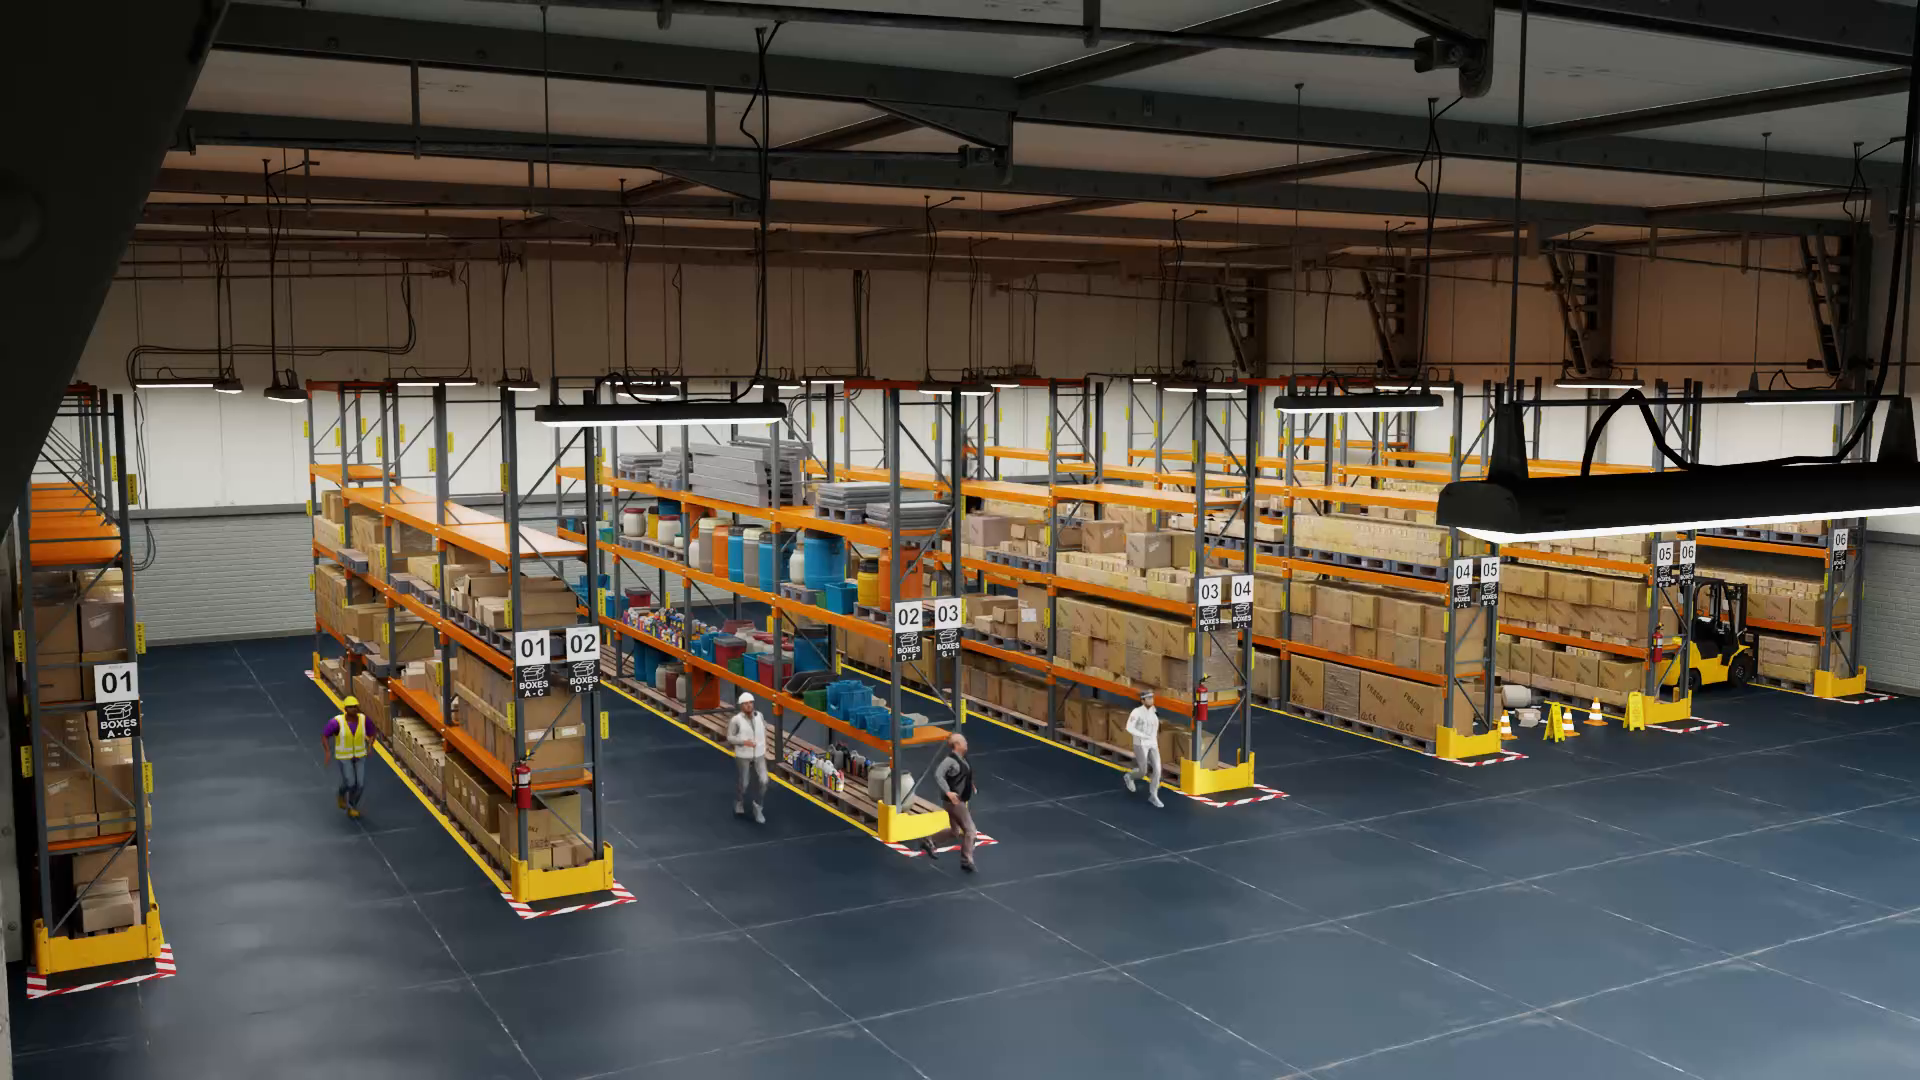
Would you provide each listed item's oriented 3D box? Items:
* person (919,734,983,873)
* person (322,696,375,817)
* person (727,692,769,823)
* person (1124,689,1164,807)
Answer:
[{"bbox_3d":[-0.094,3.293,20.893,0.861,1.730,0.687,2,6,14],"label":"person"},{"bbox_3d":[-8.471,3.020,23.154,0.694,1.713,0.620,-4,8,-36],"label":"person"},{"bbox_3d":[-2.932,3.012,23.089,0.658,1.822,0.734,-3,7,-27],"label":"person"},{"bbox_3d":[2.660,2.964,24.017,0.655,1.698,0.794,-4,7,-32],"label":"person"}]
